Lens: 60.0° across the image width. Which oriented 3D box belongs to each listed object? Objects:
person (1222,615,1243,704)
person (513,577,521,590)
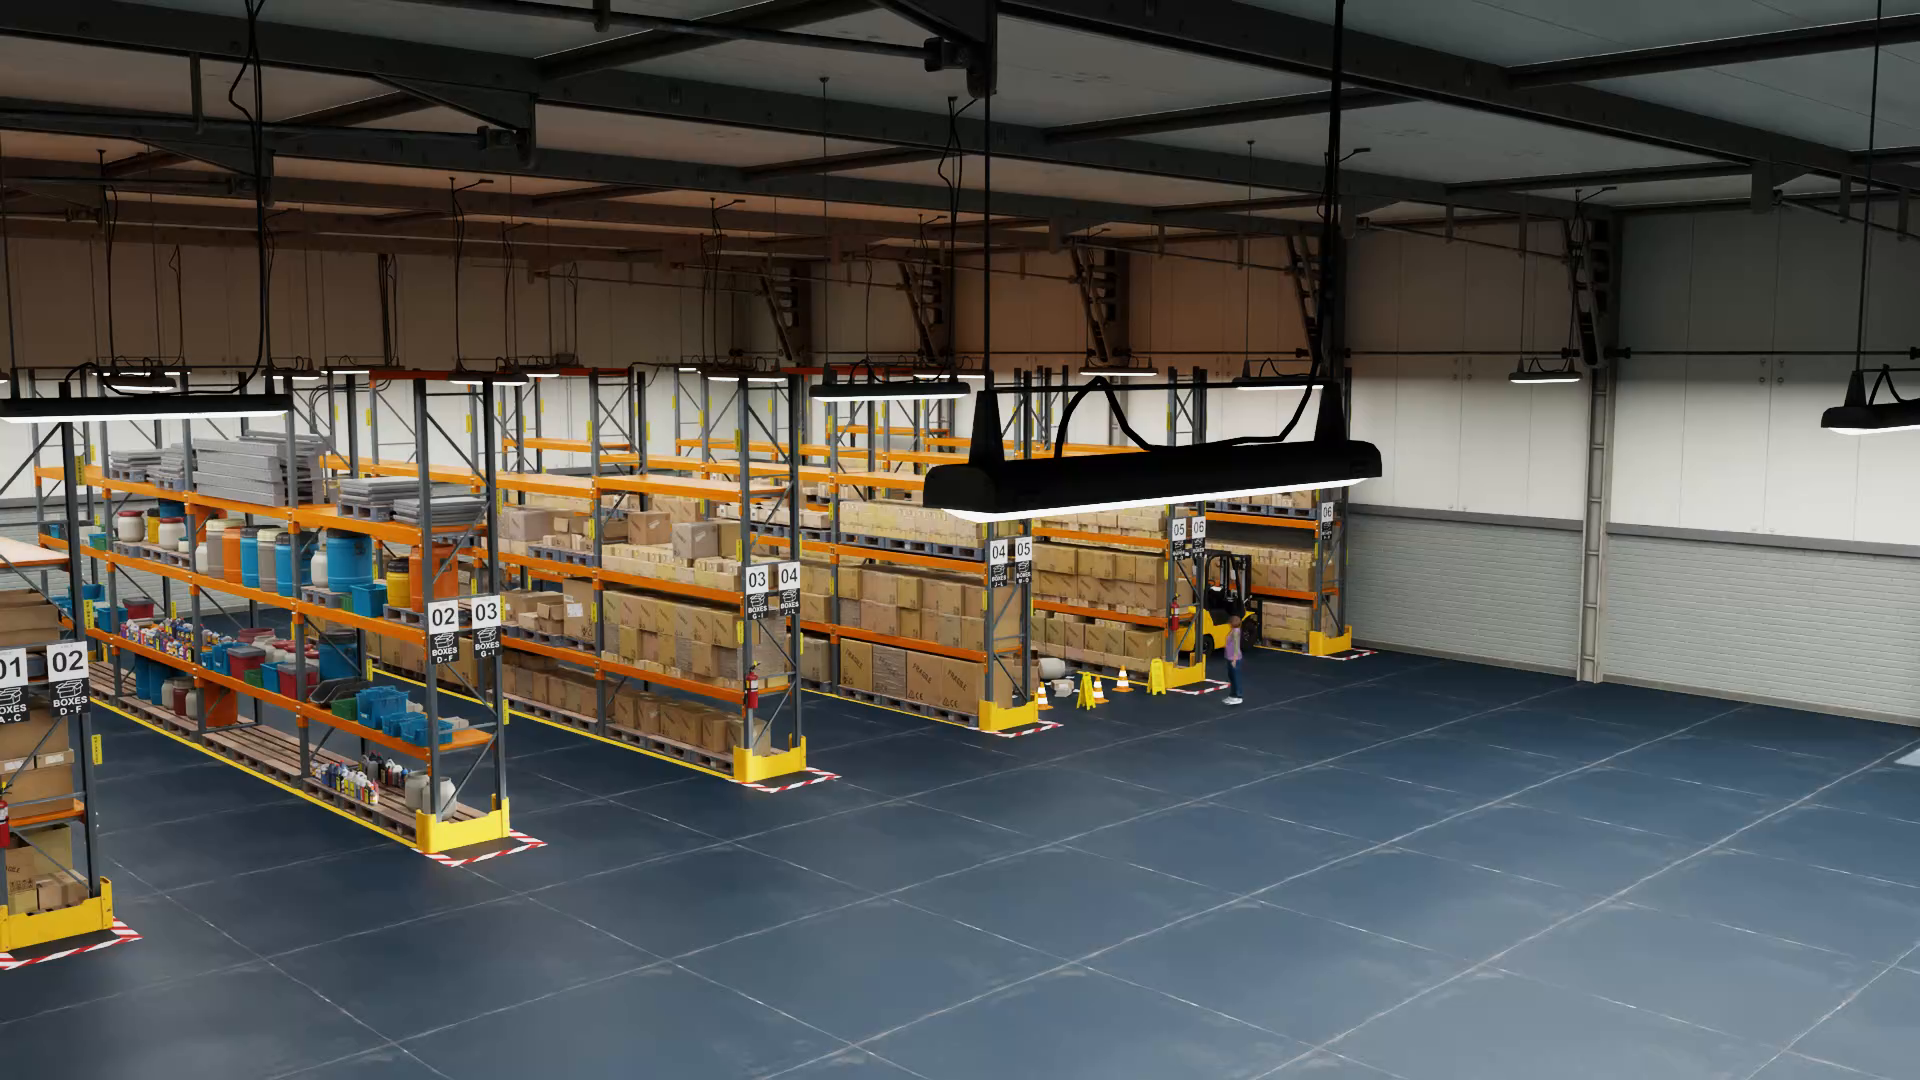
[{"bbox_3d":[4.931,2.159,29.968,0.354,1.623,0.433,-1,7,-9],"label":"person"},{"bbox_3d":[-8.962,1.612,34.029,0.533,1.777,0.498,0,6,0],"label":"person"}]
